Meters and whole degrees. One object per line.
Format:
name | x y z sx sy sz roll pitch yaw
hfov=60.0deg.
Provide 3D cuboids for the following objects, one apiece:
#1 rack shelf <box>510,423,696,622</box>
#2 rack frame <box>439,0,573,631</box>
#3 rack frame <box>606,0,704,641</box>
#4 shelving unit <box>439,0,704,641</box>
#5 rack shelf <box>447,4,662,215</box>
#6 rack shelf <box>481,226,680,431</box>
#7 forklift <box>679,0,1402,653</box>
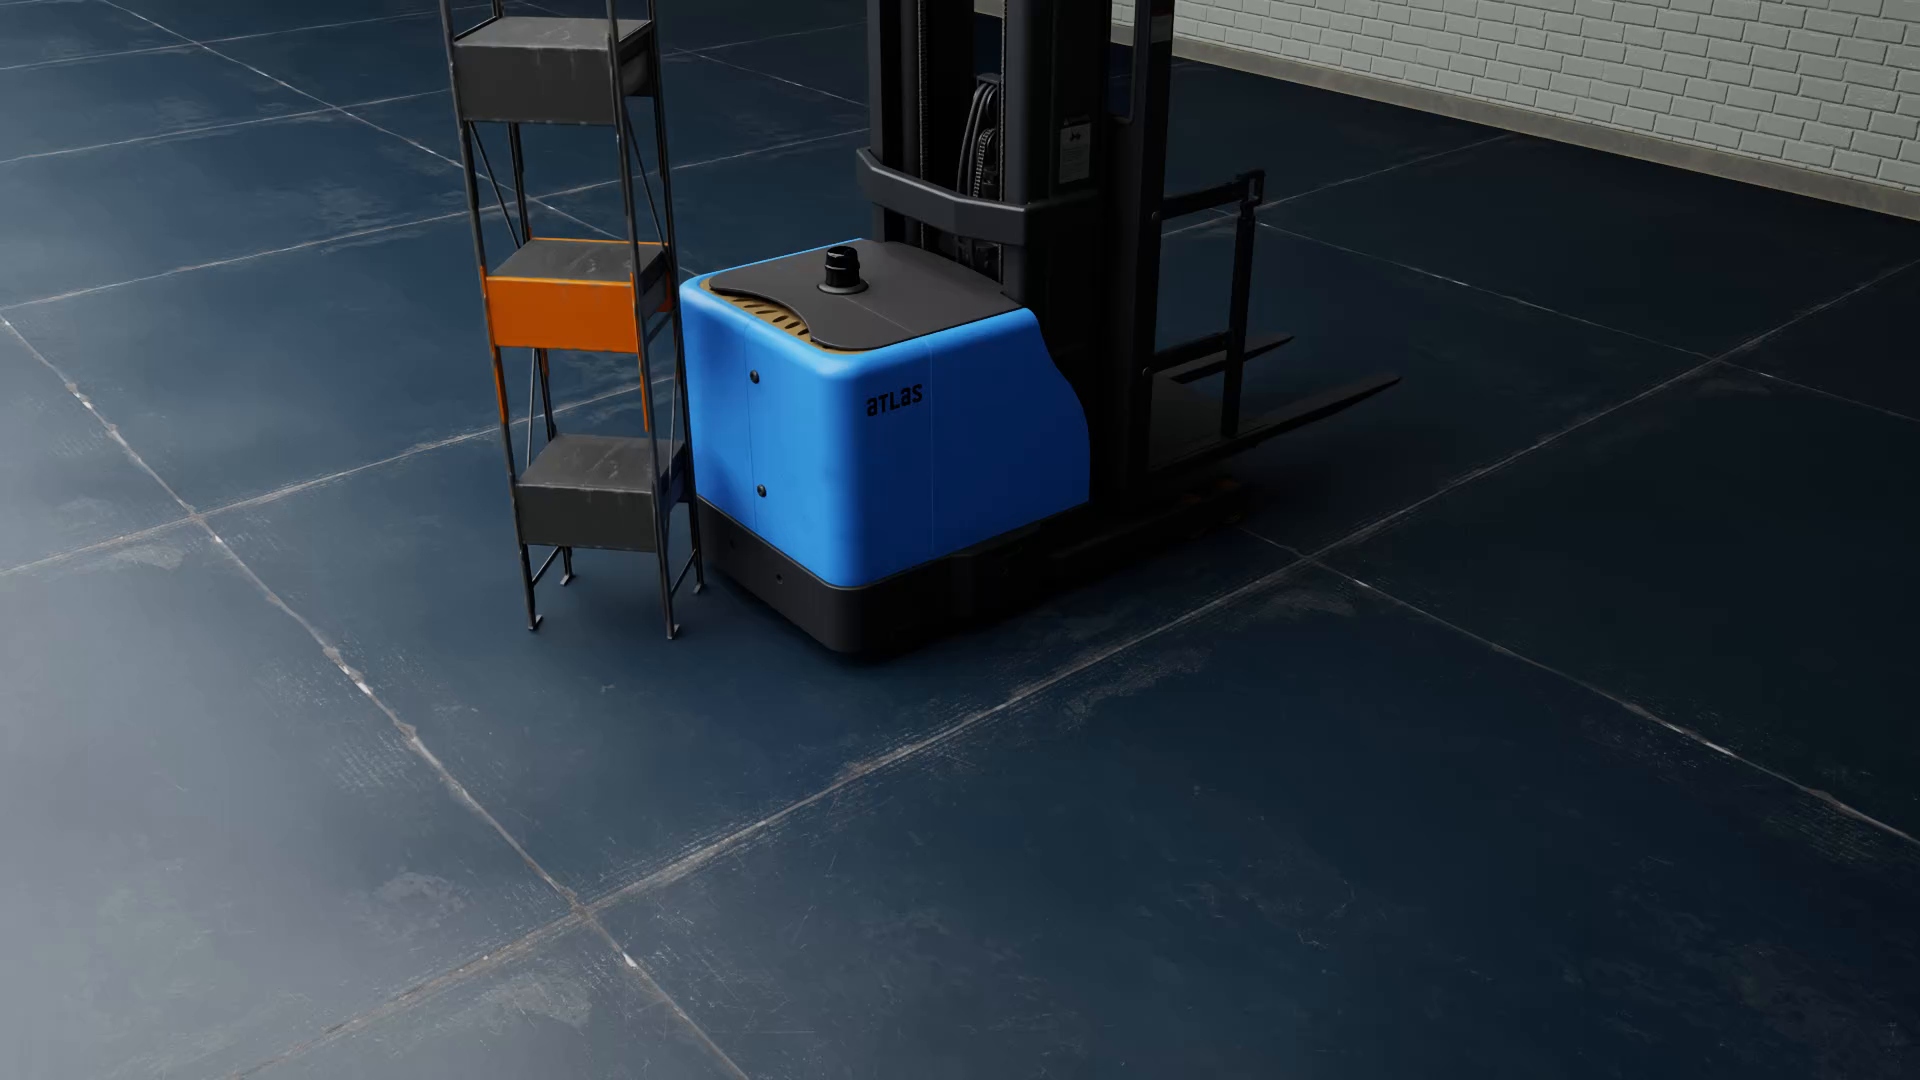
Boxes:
rack shelf | -1.194 -0.065 5.657 0.480 0.518 0.431 4 28 7
rack frame | -1.436 -0.709 5.350 0.015 2.100 0.400 4 28 7
rack frame | -0.952 -0.679 5.292 0.015 2.100 0.400 4 28 7
shelving unit | -1.194 -0.694 5.321 0.503 2.100 0.431 4 28 7
rack shelf | -1.194 -1.299 4.997 0.480 0.518 0.431 4 28 7
rack shelf | -1.194 -0.682 5.327 0.480 0.518 0.431 4 28 7
forklift | 0.492 -1.476 5.902 3.031 2.935 1.130 -20 34 -33
